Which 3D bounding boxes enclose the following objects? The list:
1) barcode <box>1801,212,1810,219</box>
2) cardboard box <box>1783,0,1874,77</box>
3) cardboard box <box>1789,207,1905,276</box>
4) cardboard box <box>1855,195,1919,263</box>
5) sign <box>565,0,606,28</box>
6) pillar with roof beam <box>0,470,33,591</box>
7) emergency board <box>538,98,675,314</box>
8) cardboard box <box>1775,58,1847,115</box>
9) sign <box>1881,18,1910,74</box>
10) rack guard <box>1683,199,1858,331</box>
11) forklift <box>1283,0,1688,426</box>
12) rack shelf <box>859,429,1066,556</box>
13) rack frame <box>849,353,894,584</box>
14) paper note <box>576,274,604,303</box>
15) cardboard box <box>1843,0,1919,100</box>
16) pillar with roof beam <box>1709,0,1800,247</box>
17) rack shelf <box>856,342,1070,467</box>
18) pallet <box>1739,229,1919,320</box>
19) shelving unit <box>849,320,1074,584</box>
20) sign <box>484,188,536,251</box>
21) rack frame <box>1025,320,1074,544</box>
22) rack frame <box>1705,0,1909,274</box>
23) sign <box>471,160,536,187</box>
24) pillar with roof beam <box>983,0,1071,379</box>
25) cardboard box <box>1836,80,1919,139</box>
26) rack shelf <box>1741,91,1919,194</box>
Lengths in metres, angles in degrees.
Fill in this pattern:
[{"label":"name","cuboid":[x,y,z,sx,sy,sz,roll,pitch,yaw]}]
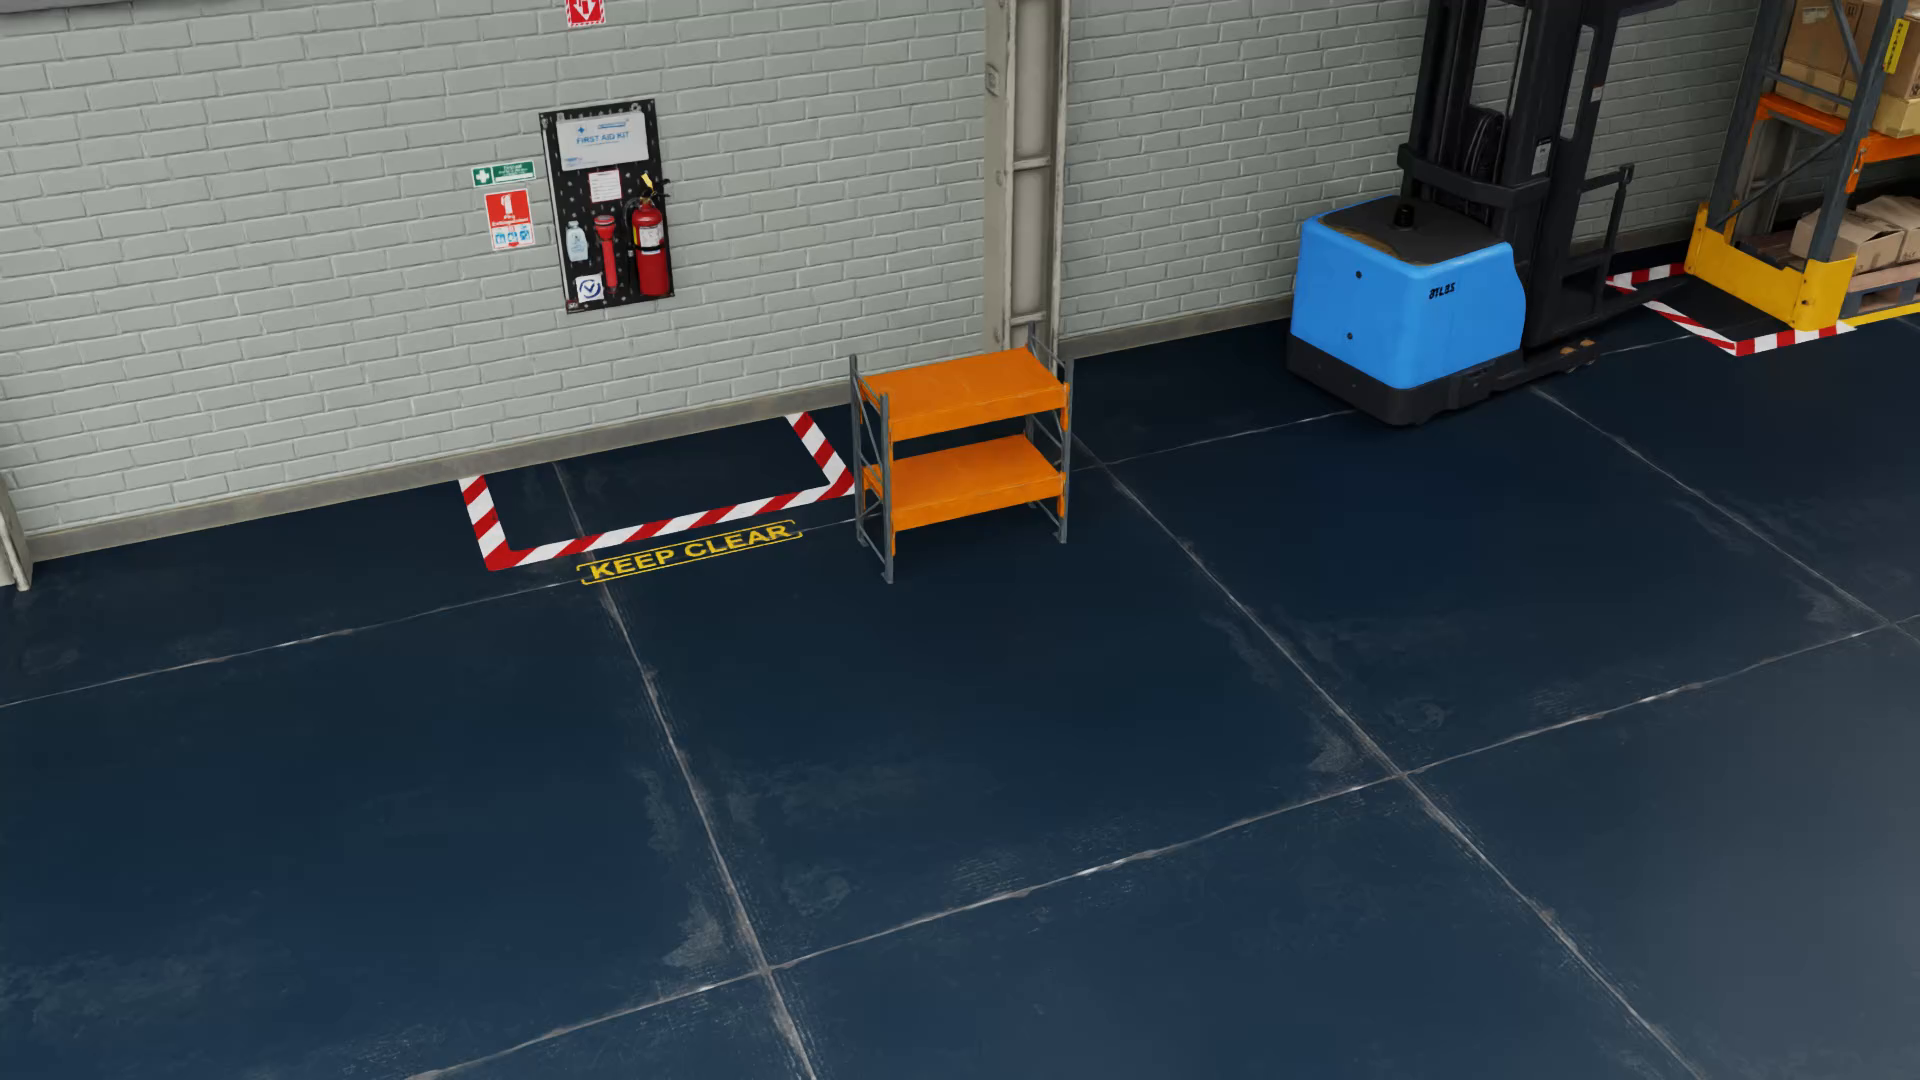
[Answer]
[{"label":"barcode","cuboid":[6.144,-2.351,12.085,0.075,0.075,0.001,-13,35,-19]},{"label":"cardboard box","cuboid":[5.962,-3.450,11.152,0.500,0.500,0.500,-13,35,-19]},{"label":"cardboard box","cuboid":[6.282,-2.142,11.772,0.500,0.311,0.500,-17,37,-24]},{"label":"cardboard box","cuboid":[6.808,-2.263,11.957,0.500,0.311,0.500,-10,34,-15]},{"label":"sign","cuboid":[-1.952,-2.818,8.623,0.199,0.298,0.001,-13,35,-19]},{"label":"pillar with roof beam","cuboid":[-3.478,-1.383,3.043,0.400,9.000,9.100,-13,35,-19]},{"label":"emergency board","cuboid":[-1.906,-1.798,9.180,0.643,1.169,0.194,-13,35,-19]},{"label":"cardboard box","cuboid":[5.965,-3.126,11.341,0.500,0.250,0.500,-12,35,-18]},{"label":"sign","cuboid":[5.819,-3.074,10.349,0.005,0.325,0.100,-13,35,-19]},{"label":"rack guard","cuboid":[5.679,-1.953,11.710,0.348,0.500,1.175,-13,35,-19]},{"label":"forklift","cuboid":[3.607,-2.538,10.381,3.031,2.935,1.130,-20,38,-28]},{"label":"rack shelf","cuboid":[0.006,-0.268,8.997,1.000,0.278,0.538,-13,35,-19]},{"label":"rack frame","cuboid":[-0.462,-0.366,8.698,0.032,1.125,0.500,-13,35,-19]},{"label":"paper note","cuboid":[-2.096,-1.426,9.417,0.142,0.148,0.016,-13,35,-19]},{"label":"cardboard box","cuboid":[6.166,-3.194,10.758,0.500,0.500,0.500,-13,35,-19]},{"label":"pillar with roof beam","cuboid":[7.586,-3.917,6.937,0.400,9.000,9.100,-13,35,-19]},{"label":"rack shelf","cuboid":[0.006,-0.718,8.704,1.000,0.278,0.538,-13,35,-19]},{"label":"pallet","cuboid":[6.442,-1.985,12.025,1.213,0.211,1.003,-13,35,-19]},{"label":"shelving unit","cuboid":[0.006,-0.473,8.863,1.048,1.125,0.538,-13,35,-19]},{"label":"sign","cuboid":[-2.455,-1.748,9.071,0.234,0.329,0.001,-13,35,-19]},{"label":"rack frame","cuboid":[0.475,-0.580,9.028,0.032,1.125,0.500,-13,35,-19]},{"label":"rack frame","cuboid":[5.609,-2.984,11.004,0.127,3.000,1.000,-13,35,-19]},{"label":"sign","cuboid":[-2.448,-1.966,8.921,0.331,0.109,0.001,-13,35,-19]},{"label":"pillar with roof beam","cuboid":[2.054,-2.650,4.990,0.400,9.000,9.100,-13,35,-19]},{"label":"cardboard box","cuboid":[6.182,-2.873,10.952,0.500,0.250,0.500,-14,36,-20]},{"label":"rack shelf","cuboid":[7.453,-3.105,11.849,4.000,0.370,1.077,-13,35,-19]}]
